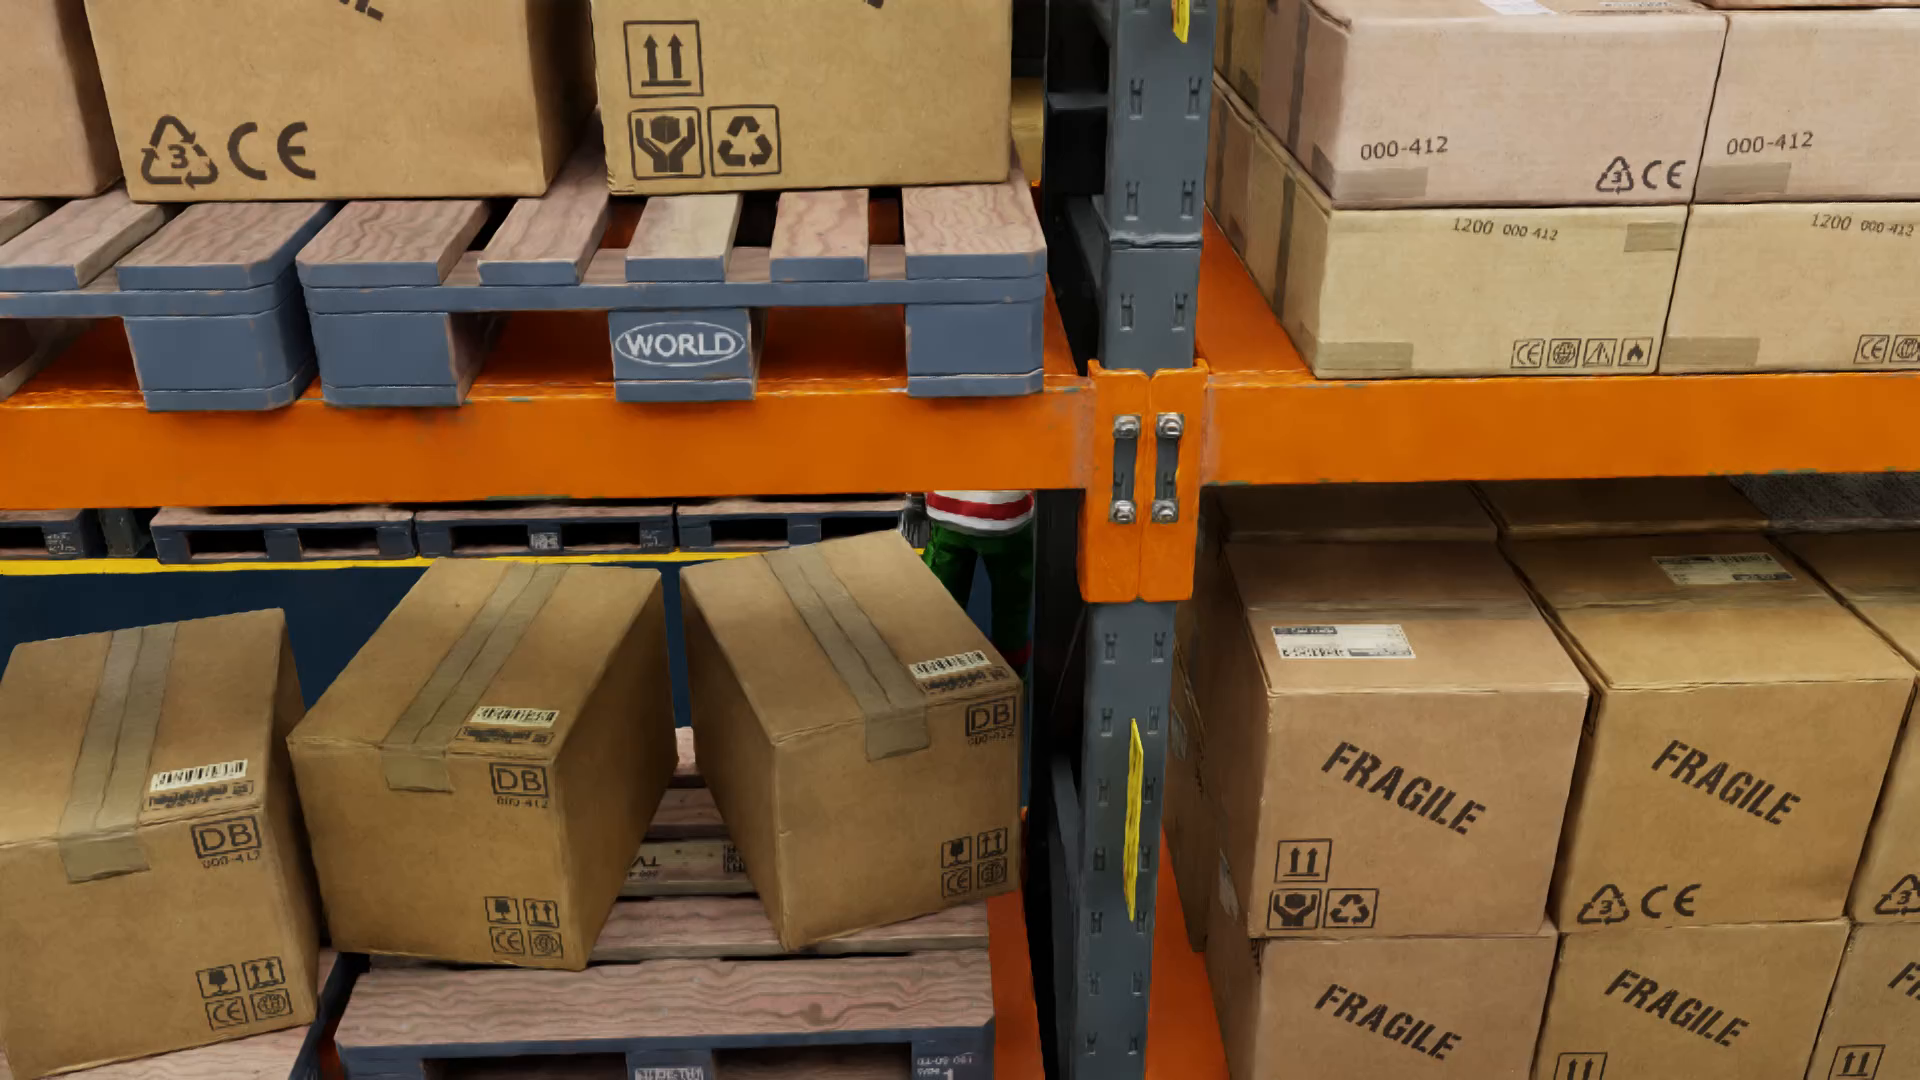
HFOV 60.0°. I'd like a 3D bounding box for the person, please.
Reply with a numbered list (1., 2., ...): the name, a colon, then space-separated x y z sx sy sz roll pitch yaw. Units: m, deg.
1. person: 0.114 -0.105 6.281 0.684 1.785 0.618 12 29 21
